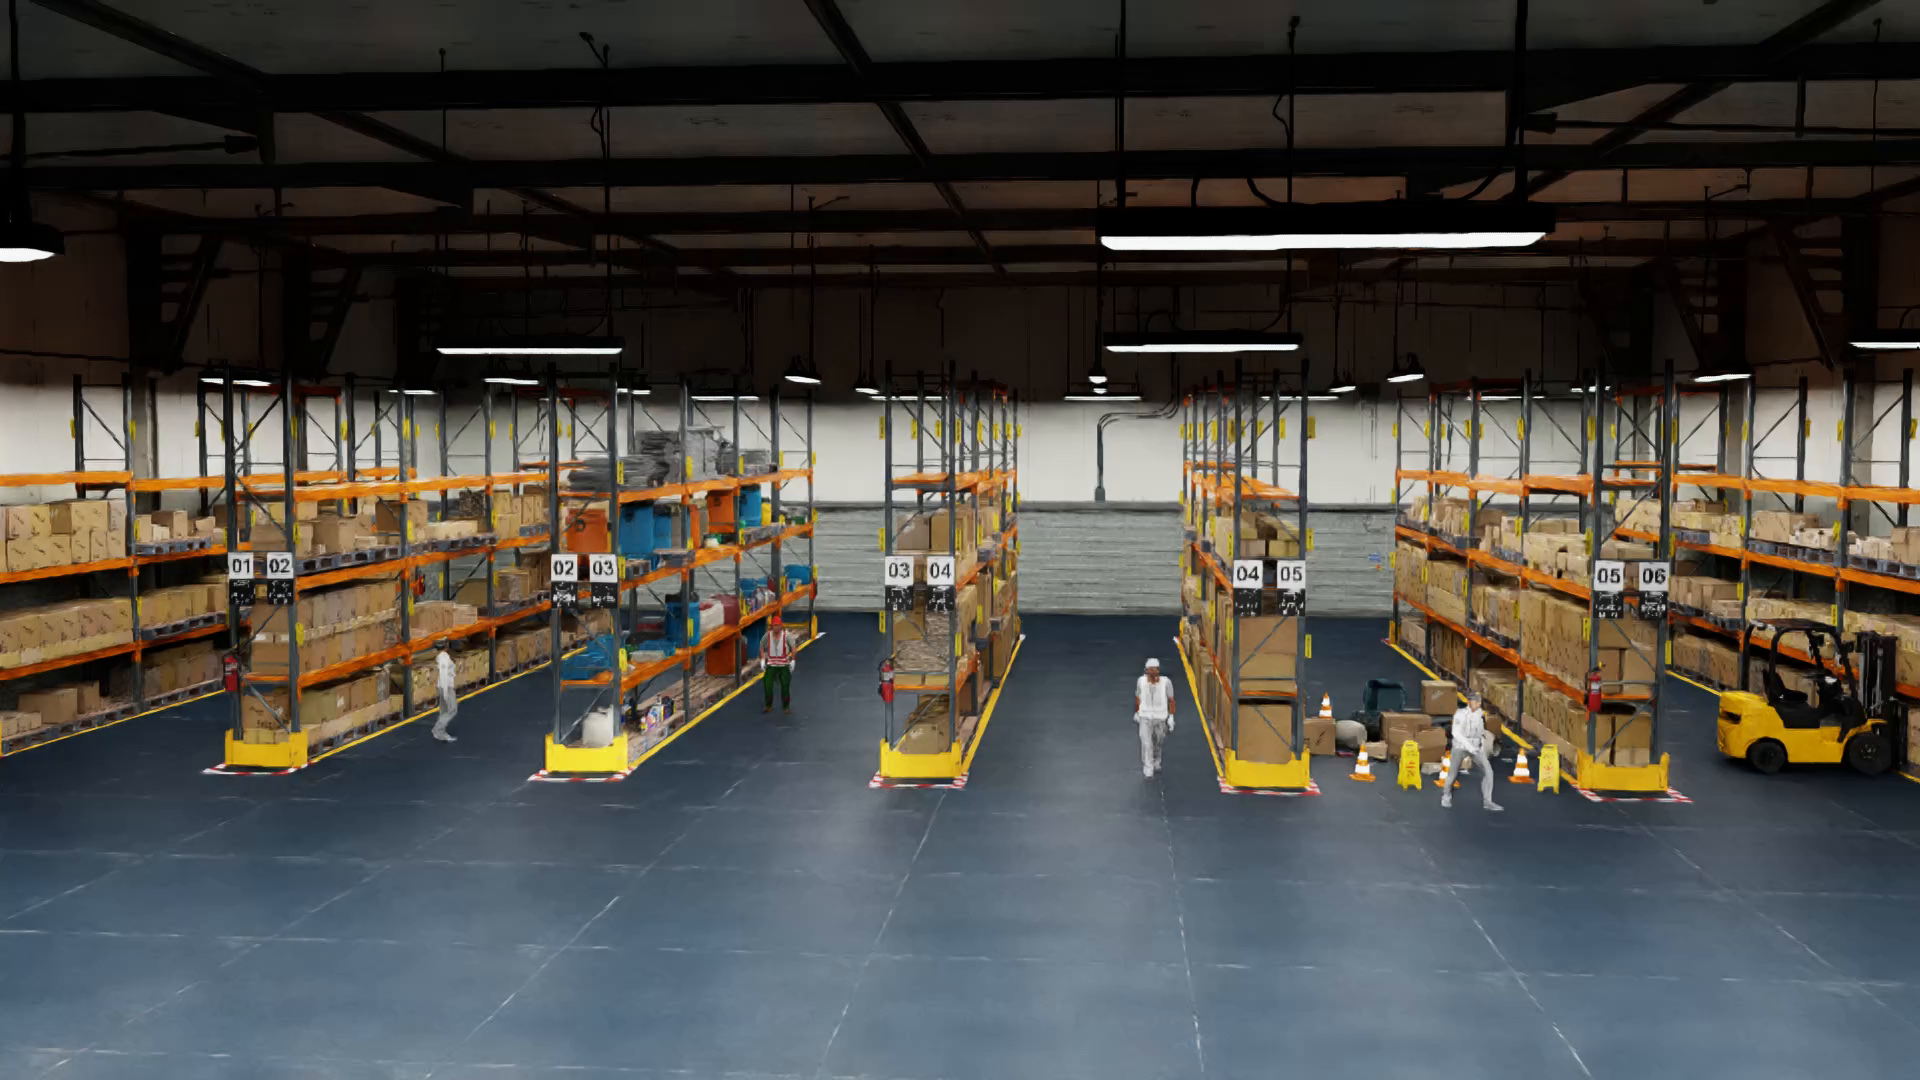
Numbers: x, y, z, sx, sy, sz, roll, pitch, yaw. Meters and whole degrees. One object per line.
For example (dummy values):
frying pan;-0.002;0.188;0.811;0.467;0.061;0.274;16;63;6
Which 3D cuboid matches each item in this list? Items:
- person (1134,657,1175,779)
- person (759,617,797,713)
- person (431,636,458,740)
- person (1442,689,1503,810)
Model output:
person;2.815;2.551;24.057;0.579;1.726;1.035;0;4;4
person;-3.227;2.206;29.405;0.677;1.740;0.551;0;4;4
person;-8.330;2.403;26.797;0.414;1.675;0.516;-2;4;-23
person;6.706;2.748;21.924;0.630;1.618;0.758;-1;4;-16
